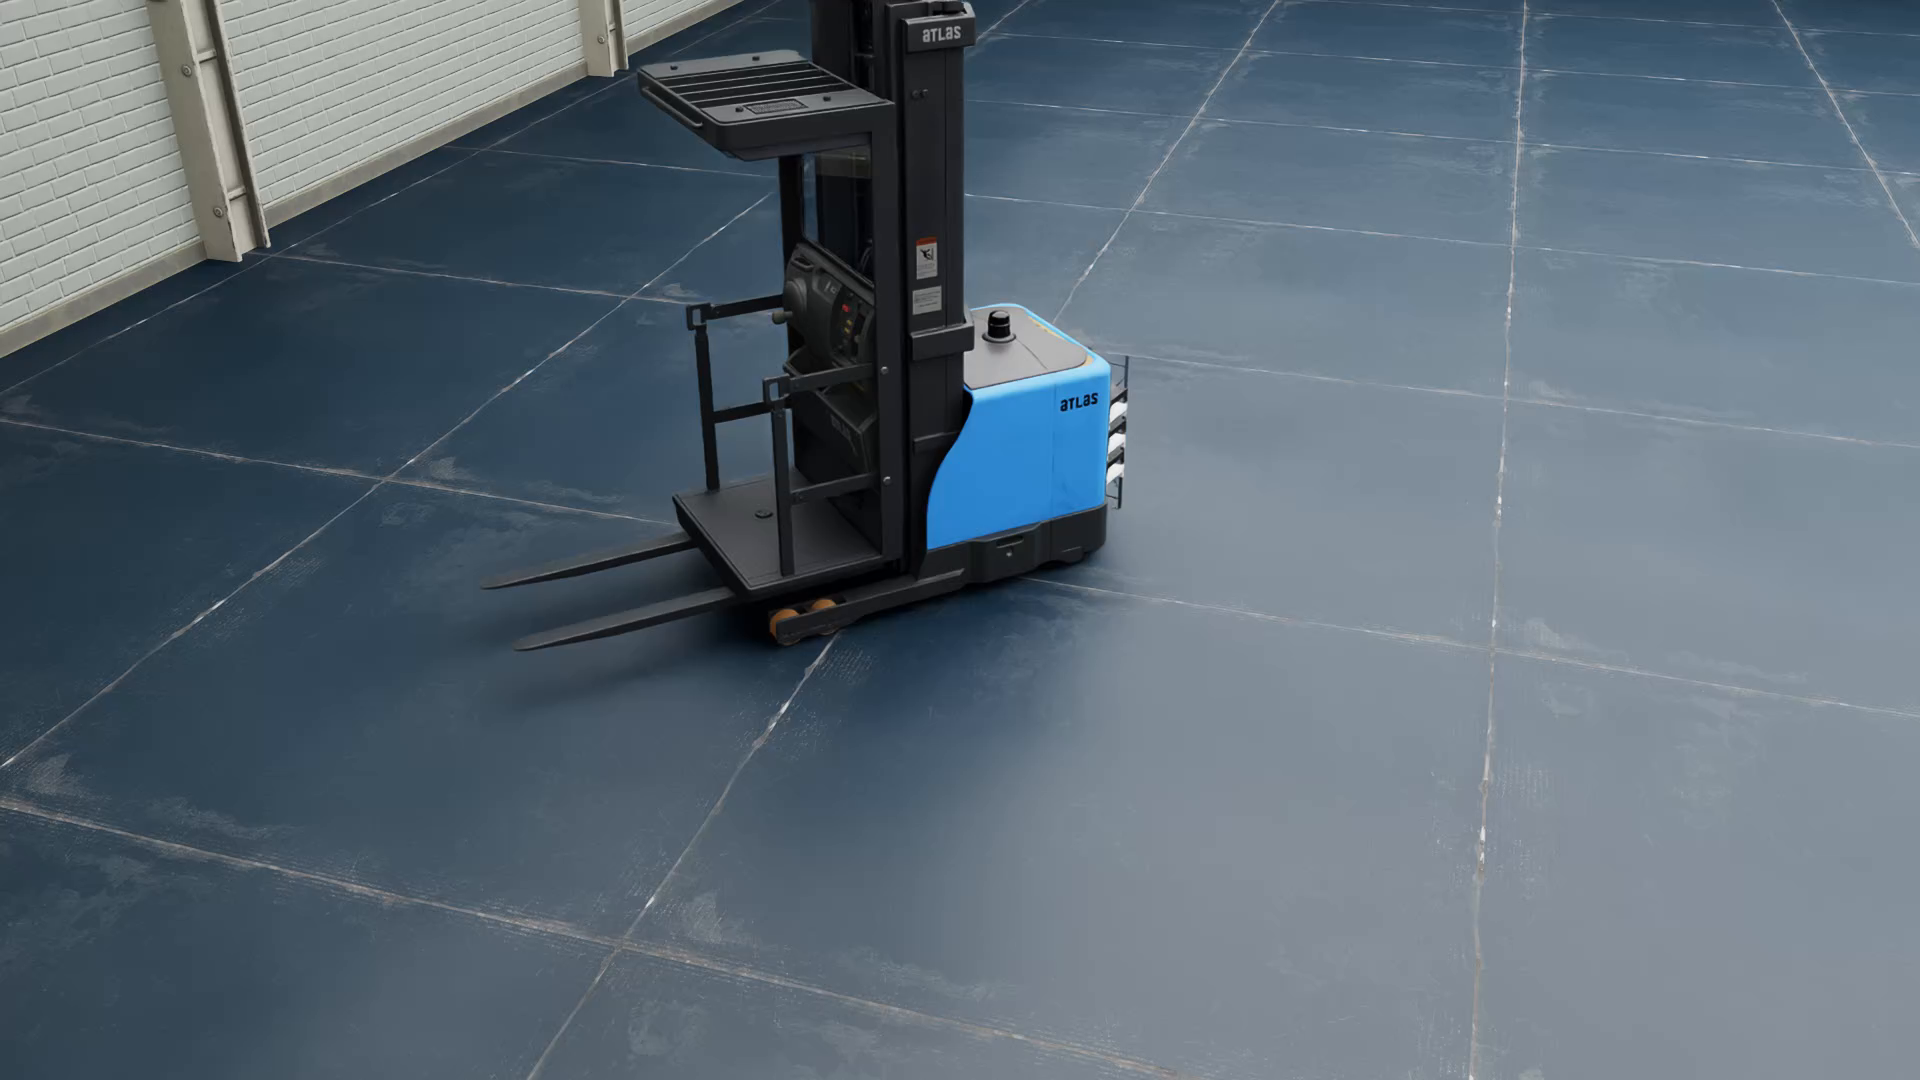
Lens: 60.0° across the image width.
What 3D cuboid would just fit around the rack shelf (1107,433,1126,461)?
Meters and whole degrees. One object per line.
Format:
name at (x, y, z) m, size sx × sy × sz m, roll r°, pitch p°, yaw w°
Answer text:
rack shelf at (0.721, -0.518, 8.824) m, size 0.258 × 0.077 × 0.200 m, roll 17°, pitch 33°, yaw 27°

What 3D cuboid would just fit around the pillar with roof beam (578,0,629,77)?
pillar with roof beam at (0.356, -8.311, 14.433) m, size 9.100 × 9.000 × 0.400 m, roll 8°, pitch 30°, yaw 15°

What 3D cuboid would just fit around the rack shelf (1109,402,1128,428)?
rack shelf at (0.721, -0.675, 8.736) m, size 0.258 × 0.077 × 0.200 m, roll 17°, pitch 33°, yaw 27°

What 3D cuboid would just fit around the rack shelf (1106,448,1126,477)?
rack shelf at (0.721, -0.439, 8.868) m, size 0.258 × 0.077 × 0.200 m, roll 17°, pitch 33°, yaw 27°

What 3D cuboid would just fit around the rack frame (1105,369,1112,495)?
rack frame at (0.668, -0.505, 8.732) m, size 0.240 × 0.900 × 0.006 m, roll 17°, pitch 33°, yaw 27°

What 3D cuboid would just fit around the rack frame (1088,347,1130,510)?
rack frame at (0.775, -0.589, 8.883) m, size 0.240 × 0.900 × 0.006 m, roll 17°, pitch 33°, yaw 27°

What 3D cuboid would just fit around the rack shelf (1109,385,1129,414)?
rack shelf at (0.721, -0.754, 8.693) m, size 0.258 × 0.077 × 0.200 m, roll 17°, pitch 33°, yaw 27°

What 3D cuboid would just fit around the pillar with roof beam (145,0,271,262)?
pillar with roof beam at (-1.405, -5.522, 9.420) m, size 9.100 × 9.000 × 0.400 m, roll 8°, pitch 30°, yaw 15°

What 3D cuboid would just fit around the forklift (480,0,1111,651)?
forklift at (-0.795, -1.079, 7.674) m, size 3.031 × 2.935 × 1.130 m, roll -14°, pitch 32°, yaw -24°

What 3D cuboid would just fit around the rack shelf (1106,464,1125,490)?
rack shelf at (0.721, -0.361, 8.911) m, size 0.258 × 0.077 × 0.200 m, roll 17°, pitch 33°, yaw 27°

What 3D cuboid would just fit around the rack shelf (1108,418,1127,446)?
rack shelf at (0.721, -0.597, 8.780) m, size 0.258 × 0.077 × 0.200 m, roll 17°, pitch 33°, yaw 27°

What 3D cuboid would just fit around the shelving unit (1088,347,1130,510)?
shelving unit at (0.721, -0.547, 8.808) m, size 0.258 × 0.900 × 0.210 m, roll 17°, pitch 33°, yaw 27°
